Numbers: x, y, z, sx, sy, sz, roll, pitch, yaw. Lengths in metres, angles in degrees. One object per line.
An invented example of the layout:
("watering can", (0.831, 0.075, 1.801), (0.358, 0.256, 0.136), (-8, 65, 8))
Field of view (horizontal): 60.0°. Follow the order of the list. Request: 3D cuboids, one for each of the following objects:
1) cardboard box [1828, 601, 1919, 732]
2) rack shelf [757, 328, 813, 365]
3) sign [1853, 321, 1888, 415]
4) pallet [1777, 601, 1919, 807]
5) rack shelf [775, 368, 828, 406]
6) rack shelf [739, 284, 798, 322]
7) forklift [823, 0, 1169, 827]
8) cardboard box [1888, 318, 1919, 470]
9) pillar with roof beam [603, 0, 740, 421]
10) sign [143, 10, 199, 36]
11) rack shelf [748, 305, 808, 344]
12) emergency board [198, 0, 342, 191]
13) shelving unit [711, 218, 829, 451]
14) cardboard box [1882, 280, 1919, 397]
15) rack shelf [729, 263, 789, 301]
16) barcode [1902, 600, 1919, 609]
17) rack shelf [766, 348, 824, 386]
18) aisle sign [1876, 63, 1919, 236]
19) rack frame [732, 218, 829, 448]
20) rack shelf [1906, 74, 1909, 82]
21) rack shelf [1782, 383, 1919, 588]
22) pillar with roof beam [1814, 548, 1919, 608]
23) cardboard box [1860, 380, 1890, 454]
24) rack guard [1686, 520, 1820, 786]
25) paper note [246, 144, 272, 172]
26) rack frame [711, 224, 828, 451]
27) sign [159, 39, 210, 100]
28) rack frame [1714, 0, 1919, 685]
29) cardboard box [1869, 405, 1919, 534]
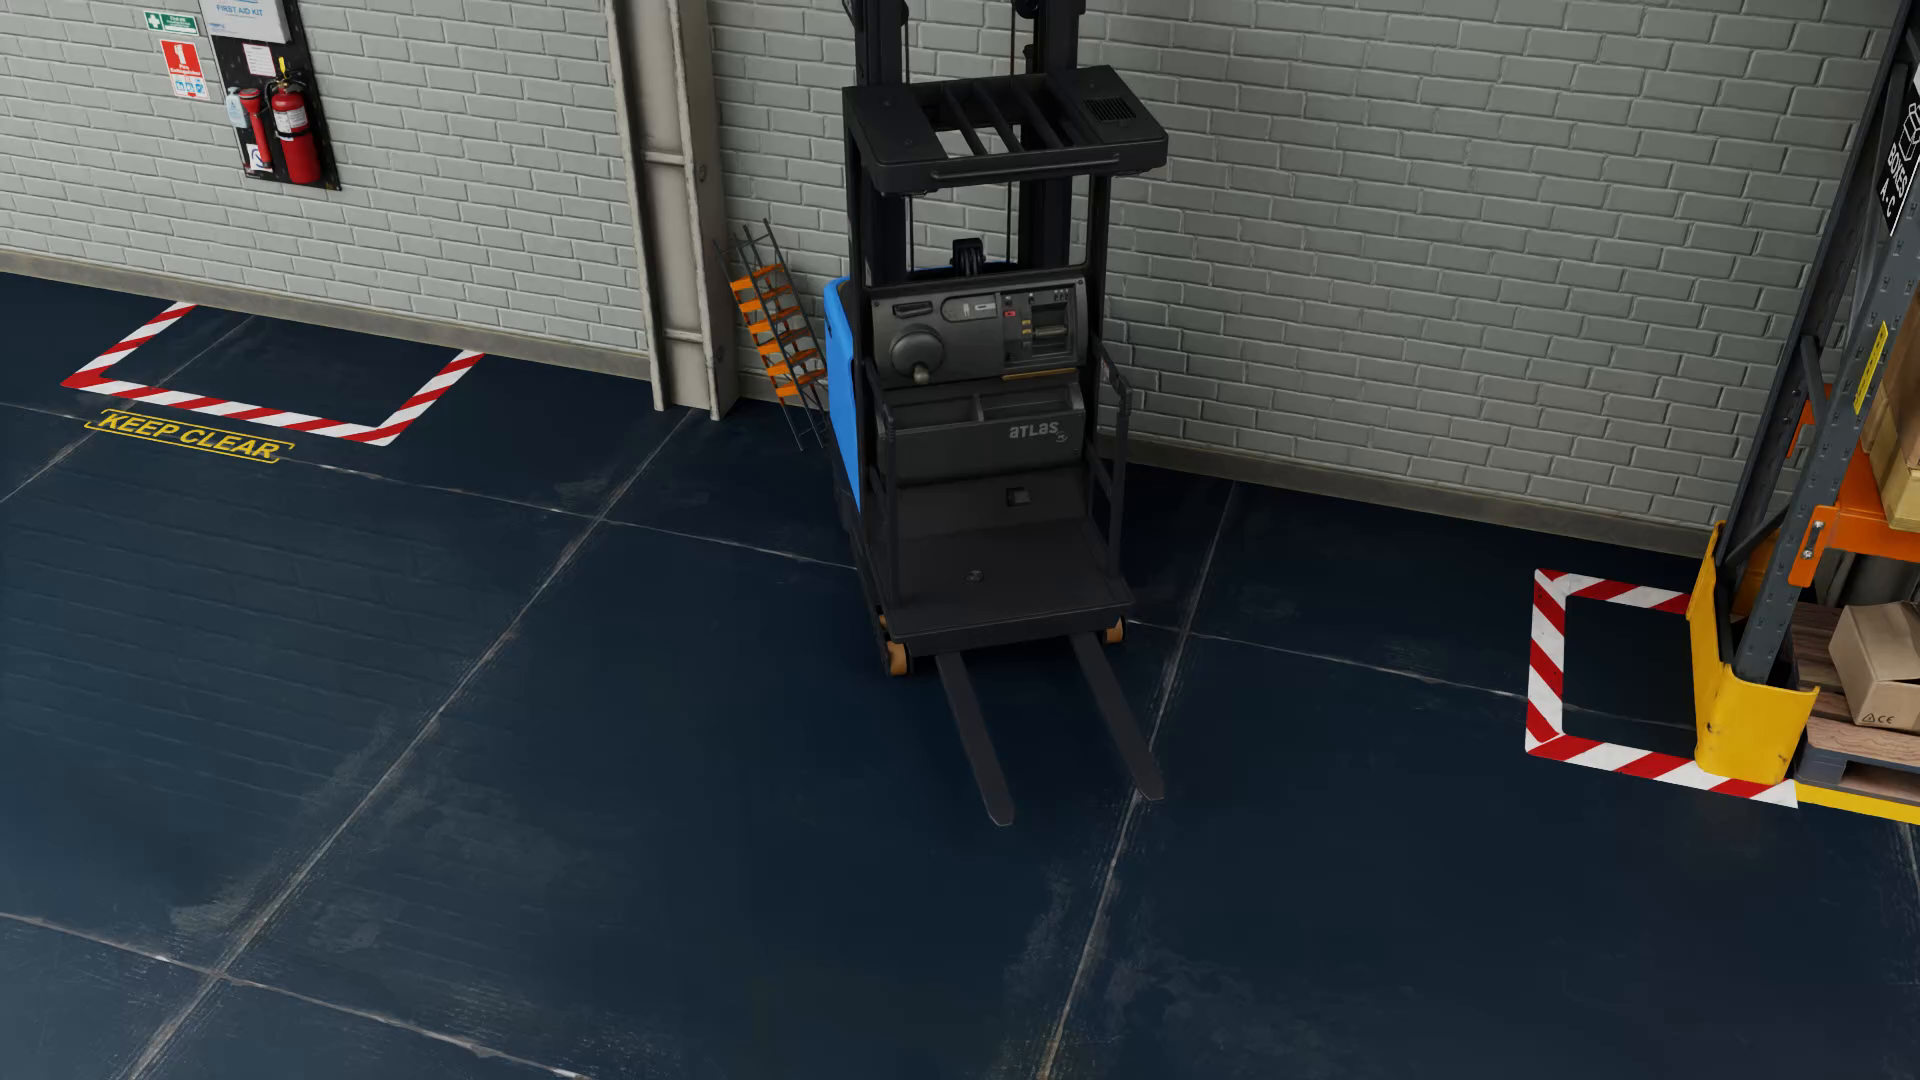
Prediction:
("cardboard box", (3.972, 0.521, 6.909), (0.500, 0.311, 0.500), (6, 37, 9))
("rack shelf", (-0.908, -1.028, 8.745), (0.180, 0.103, 0.258), (-4, 24, 48))
("sign", (3.177, -0.600, 5.804), (0.005, 0.325, 0.100), (10, 38, 14))
("pallet", (4.176, 0.742, 7.064), (1.213, 0.211, 1.003), (10, 38, 14))
("rack shelf", (-0.821, -0.814, 8.810), (0.180, 0.103, 0.258), (-4, 24, 48))
("rack shelf", (-0.995, -1.242, 8.679), (0.180, 0.103, 0.258), (-4, 24, 48))
("forklift", (0.138, -0.821, 6.892), (1.130, 2.935, 3.031), (-8, 37, -10))
("cardboard box", (3.704, -0.553, 5.948), (0.500, 0.500, 0.500), (11, 38, 14))
("pillar with roof beam", (-2.746, -1.965, 3.328), (0.400, 9.000, 9.100), (10, 38, 14))
("sign", (-4.305, -2.821, 9.075), (0.331, 0.109, 0.001), (10, 38, 14))
("rack shelf", (-0.952, -1.135, 8.712), (0.180, 0.103, 0.258), (-4, 24, 48))
("emergency board", (-3.810, -2.443, 9.038), (0.643, 1.169, 0.194), (10, 38, 14))
("shelving unit", (-0.924, -1.068, 8.732), (0.189, 1.200, 0.258), (-4, 24, 48))
("cardboard box", (3.852, -0.845, 6.344), (0.500, 0.500, 0.500), (10, 38, 13))
("rack shelf", (-1.038, -1.349, 8.646), (0.180, 0.103, 0.258), (-4, 24, 48))
("barcode", (4.108, 0.294, 7.209), (0.075, 0.075, 0.001), (10, 38, 14))
("rack shelf", (-0.865, -0.921, 8.777), (0.180, 0.103, 0.258), (-4, 24, 48))
("aisle sign", (3.180, -1.448, 5.494), (0.004, 0.787, 0.394), (10, 38, 14))
("rack frame", (-0.863, -1.072, 8.665), (0.006, 1.200, 0.240), (-4, 24, 48))
("rack shelf", (5.247, -1.123, 5.321), (4.000, 0.370, 1.077), (10, 38, 14))
("rack shelf", (5.247, 0.085, 6.211), (4.000, 0.370, 1.077), (10, 38, 14))
("pillar with roof beam", (2.981, -0.904, 1.887), (0.400, 9.000, 9.100), (10, 38, 14))
("cardboard box", (3.842, -0.533, 6.553), (0.500, 0.250, 0.500), (11, 38, 15))
("rack guard", (3.411, 0.462, 7.200), (0.348, 0.500, 1.175), (10, 38, 14))
("paper note", (-3.958, -2.158, 9.395), (0.142, 0.148, 0.016), (10, 38, 14))
("rack frame", (-0.985, -1.064, 8.800), (0.006, 1.200, 0.240), (-4, 24, 48))
("sign", (-4.307, -2.613, 9.240), (0.234, 0.329, 0.001), (10, 38, 14))
("rack frame", (3.338, -0.558, 6.478), (0.127, 3.000, 1.000), (10, 38, 14))
("cardboard box", (3.709, -0.240, 6.155), (0.500, 0.250, 0.500), (9, 37, 13))
